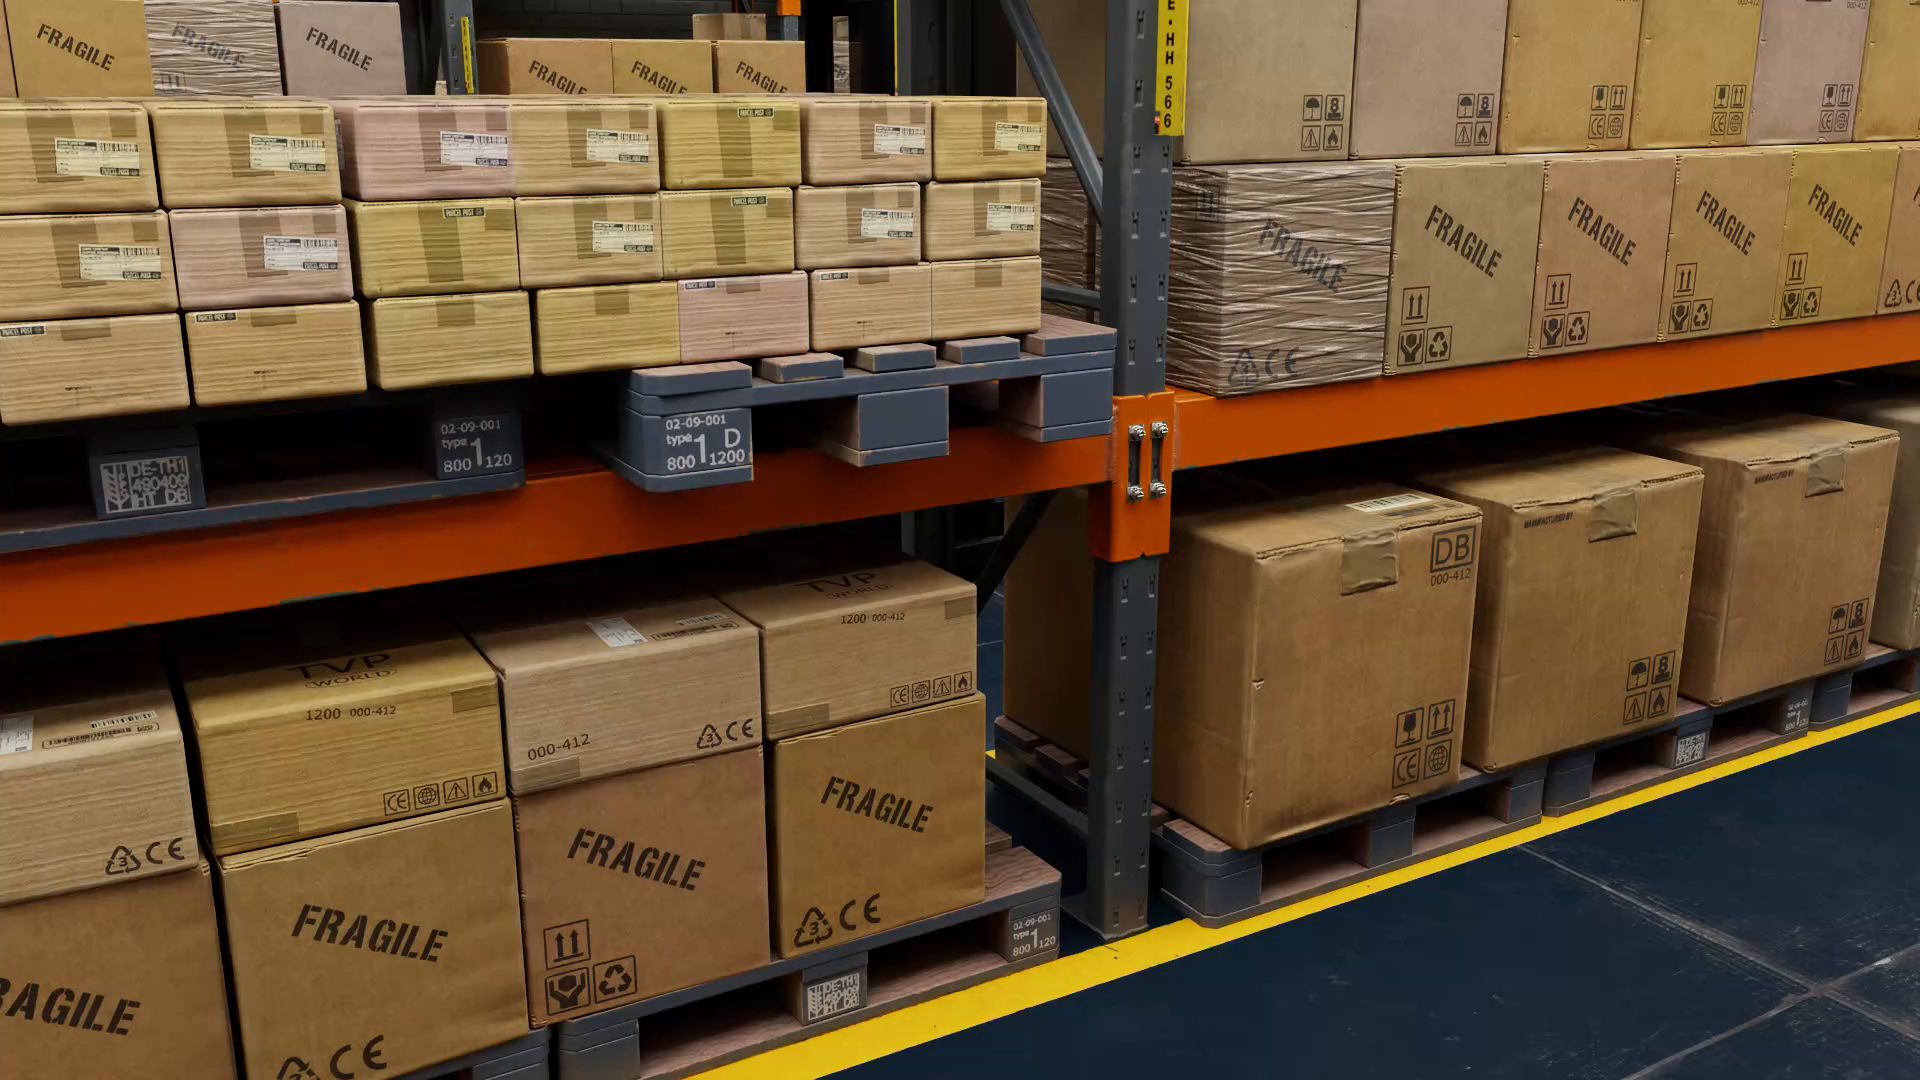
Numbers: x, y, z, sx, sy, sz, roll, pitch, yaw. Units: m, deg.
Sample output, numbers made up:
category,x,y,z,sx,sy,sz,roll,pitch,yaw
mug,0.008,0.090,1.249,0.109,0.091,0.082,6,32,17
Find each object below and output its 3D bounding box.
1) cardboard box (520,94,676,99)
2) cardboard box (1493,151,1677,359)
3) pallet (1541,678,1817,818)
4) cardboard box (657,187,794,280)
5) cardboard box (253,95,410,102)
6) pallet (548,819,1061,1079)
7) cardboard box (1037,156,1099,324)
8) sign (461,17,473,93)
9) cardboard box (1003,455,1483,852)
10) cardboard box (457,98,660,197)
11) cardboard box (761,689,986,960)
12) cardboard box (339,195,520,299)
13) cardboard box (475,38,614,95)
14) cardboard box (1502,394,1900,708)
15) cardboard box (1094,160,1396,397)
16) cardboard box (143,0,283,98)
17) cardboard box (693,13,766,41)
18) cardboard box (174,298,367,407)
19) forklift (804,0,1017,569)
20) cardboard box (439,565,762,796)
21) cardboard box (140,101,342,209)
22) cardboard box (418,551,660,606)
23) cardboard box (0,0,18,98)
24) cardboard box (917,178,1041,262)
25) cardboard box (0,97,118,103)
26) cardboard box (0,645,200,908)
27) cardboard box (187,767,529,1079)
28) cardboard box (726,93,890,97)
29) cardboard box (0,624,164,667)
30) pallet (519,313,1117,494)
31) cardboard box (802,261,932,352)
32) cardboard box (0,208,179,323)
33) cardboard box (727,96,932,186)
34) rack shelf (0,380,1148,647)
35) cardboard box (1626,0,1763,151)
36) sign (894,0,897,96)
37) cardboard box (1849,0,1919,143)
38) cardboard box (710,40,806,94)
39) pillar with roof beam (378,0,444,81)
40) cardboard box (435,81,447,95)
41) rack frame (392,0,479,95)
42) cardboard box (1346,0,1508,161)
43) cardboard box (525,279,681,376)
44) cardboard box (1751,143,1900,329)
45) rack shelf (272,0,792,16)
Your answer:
category,x,y,z,sx,sy,sz,roll,pitch,yaw
cardboard box,-0.792,-0.880,3.578,0.250,0.149,0.380,-9,18,-30
cardboard box,1.536,-0.793,4.495,0.500,0.500,0.500,-9,18,-30
pallet,1.905,0.479,5.310,1.213,0.211,1.003,-9,18,-30
cardboard box,-0.496,-0.579,3.054,0.250,0.149,0.380,-9,18,-28
cardboard box,-1.250,-0.806,3.312,0.250,0.149,0.380,-8,18,-27
pallet,-0.525,0.848,3.994,1.213,0.211,1.003,-9,18,-30
cardboard box,0.393,-0.776,4.436,0.500,0.500,0.500,-9,18,-30
sign,-2.202,-2.164,7.427,0.005,0.325,0.100,-9,18,-30
cardboard box,0.714,0.214,4.479,0.750,0.750,1.050,-9,18,-30
cardboard box,-0.707,-0.688,2.892,0.250,0.149,0.380,-9,18,-28
cardboard box,-0.284,0.550,3.743,0.500,0.500,0.500,-9,18,-30
cardboard box,-0.925,-0.510,2.809,0.250,0.149,0.380,-9,18,-30
cardboard box,-1.986,-2.137,7.961,0.500,0.500,0.500,-10,18,-31
cardboard box,2.260,-0.038,5.377,0.750,0.750,1.050,-9,18,-30
cardboard box,0.669,-0.651,3.990,0.500,0.500,0.500,-9,18,-29
cardboard box,-3.235,-2.058,7.158,0.500,0.500,0.500,-9,18,-29
cardboard box,-1.233,-2.733,8.886,0.250,0.149,0.380,-10,19,-32
cardboard box,-1.143,-0.332,2.726,0.250,0.149,0.380,-9,18,-28
forklift,-0.520,-1.316,6.674,3.031,2.935,1.130,-10,19,-33
cardboard box,-0.733,0.266,3.369,0.500,0.250,0.500,-9,18,-29
cardboard box,-1.148,-0.617,2.640,0.250,0.149,0.380,-8,18,-27
cardboard box,-1.005,0.148,3.790,0.500,0.250,0.500,-9,18,-30
cardboard box,-4.101,-1.922,6.672,0.500,0.500,0.500,-10,18,-31
cardboard box,-0.044,-0.654,3.320,0.250,0.149,0.380,-9,18,-29
cardboard box,-1.692,-0.735,3.058,0.250,0.149,0.380,-10,18,-30
cardboard box,-1.619,0.407,2.864,0.500,0.250,0.500,-8,18,-28
cardboard box,-1.176,0.699,3.213,0.500,0.500,0.500,-10,19,-32
cardboard box,-0.354,-0.951,3.830,0.250,0.149,0.380,-9,18,-30
cardboard box,-1.882,0.286,3.296,0.500,0.250,0.500,-10,19,-32
pallet,-0.411,-0.387,3.589,1.003,0.211,1.213,-9,18,-30
cardboard box,-0.254,-0.475,3.236,0.250,0.149,0.380,-9,18,-30
cardboard box,-1.369,-0.438,2.551,0.250,0.149,0.380,-10,18,-31
cardboard box,-0.255,-0.762,3.157,0.250,0.149,0.380,-9,18,-30
rack shelf,-1.569,0.021,3.109,4.000,0.370,1.077,-9,18,-30
cardboard box,1.845,-1.406,4.832,0.500,0.500,0.700,-9,18,-30
sign,-0.143,-1.289,4.304,0.005,0.325,0.100,-9,18,-30
cardboard box,2.712,-1.546,5.331,0.500,0.500,0.700,-10,18,-31
cardboard box,-1.091,-2.286,8.495,0.500,0.500,0.500,-9,18,-29
pillar with roof beam,-2.180,-5.165,9.162,0.400,9.000,9.100,-9,18,-30
cardboard box,-3.972,-3.337,12.371,0.250,0.149,0.380,-9,18,-29
rack frame,-2.490,-1.734,8.040,0.127,3.000,1.000,-9,18,-30
cardboard box,0.968,-1.263,4.322,0.500,0.500,0.700,-10,18,-31
cardboard box,-0.690,-0.406,2.987,0.250,0.149,0.380,-9,18,-30
cardboard box,2.398,-0.932,4.994,0.500,0.500,0.500,-9,18,-29
rack shelf,-3.336,-4.258,12.819,4.000,0.370,1.077,-9,18,-30
